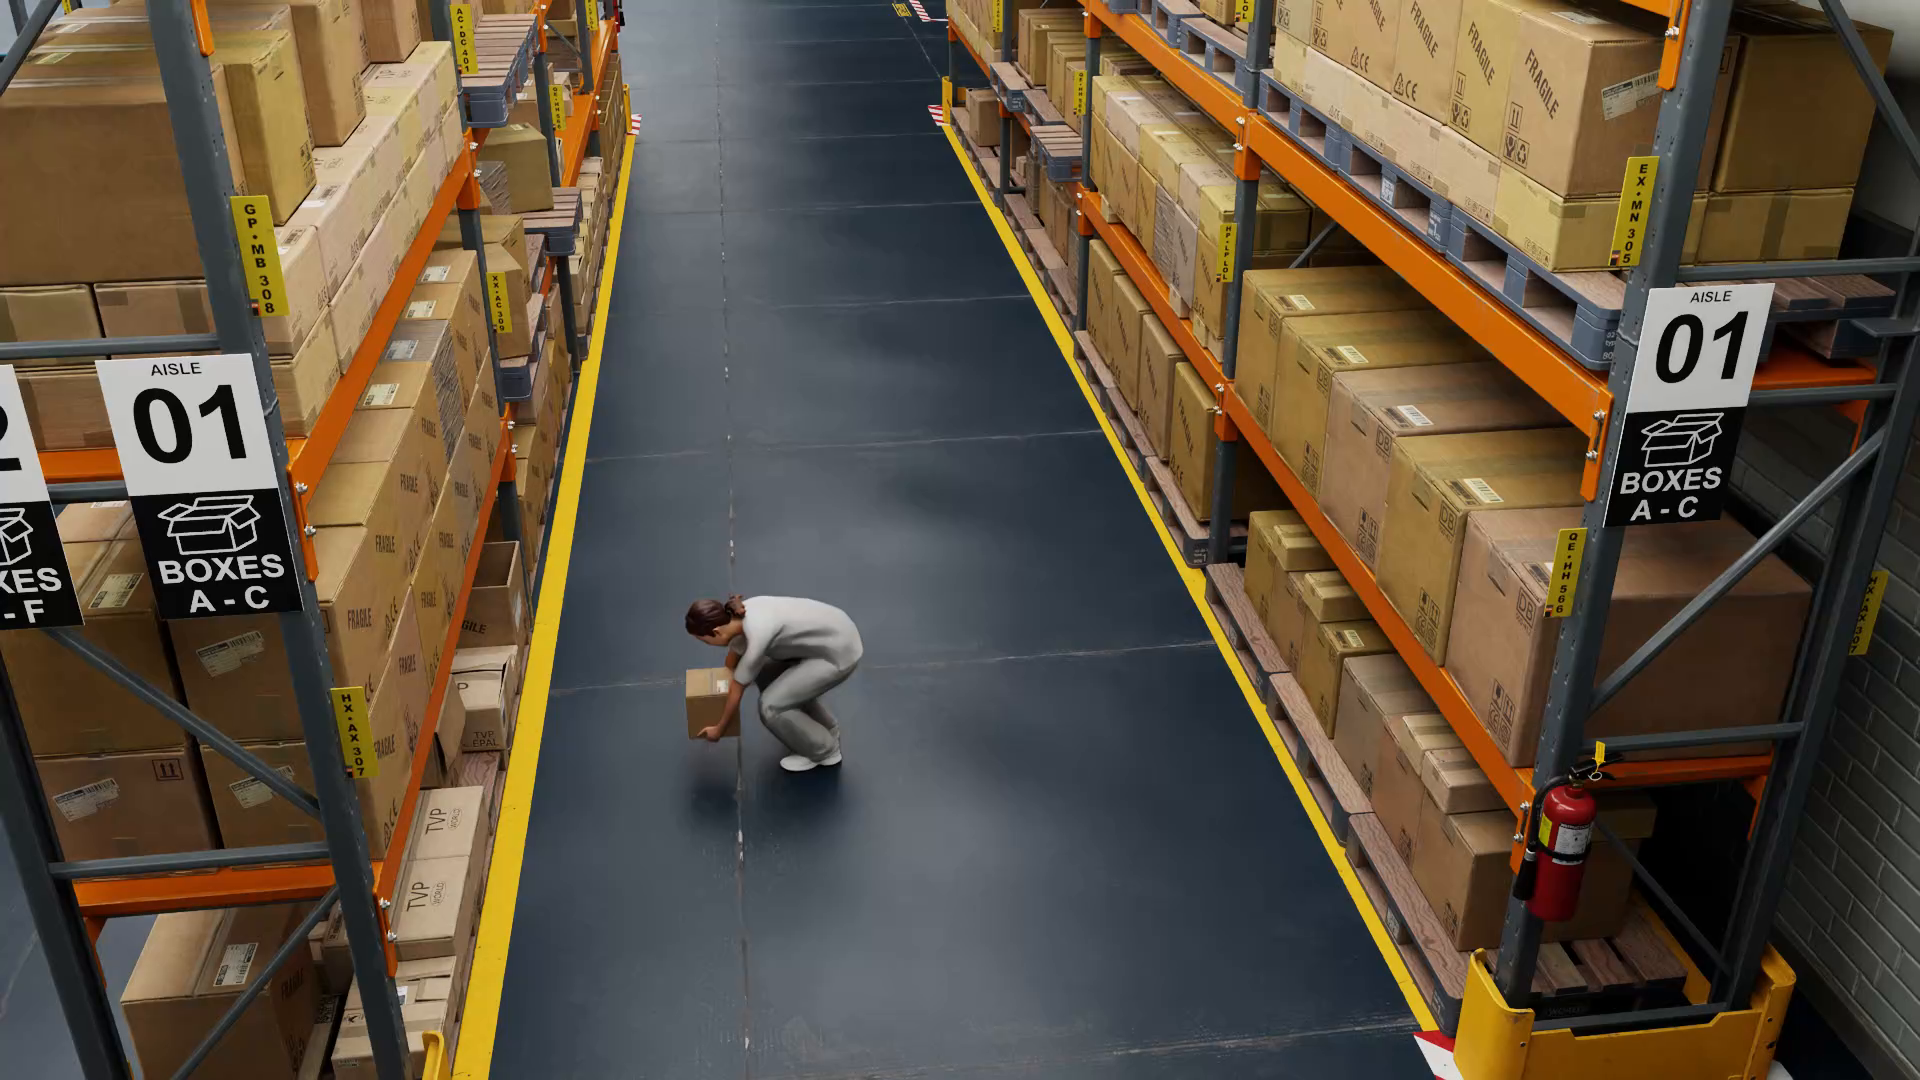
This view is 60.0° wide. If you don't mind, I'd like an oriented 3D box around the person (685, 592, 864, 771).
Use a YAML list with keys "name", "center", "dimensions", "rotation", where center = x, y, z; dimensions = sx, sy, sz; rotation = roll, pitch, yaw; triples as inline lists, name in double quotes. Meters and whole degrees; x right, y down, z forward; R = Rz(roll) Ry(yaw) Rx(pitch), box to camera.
- name: "person"
  center: [-0.893, 0.668, 8.145]
  dimensions: [0.842, 0.926, 0.469]
  rotation: [-5, 28, -9]
